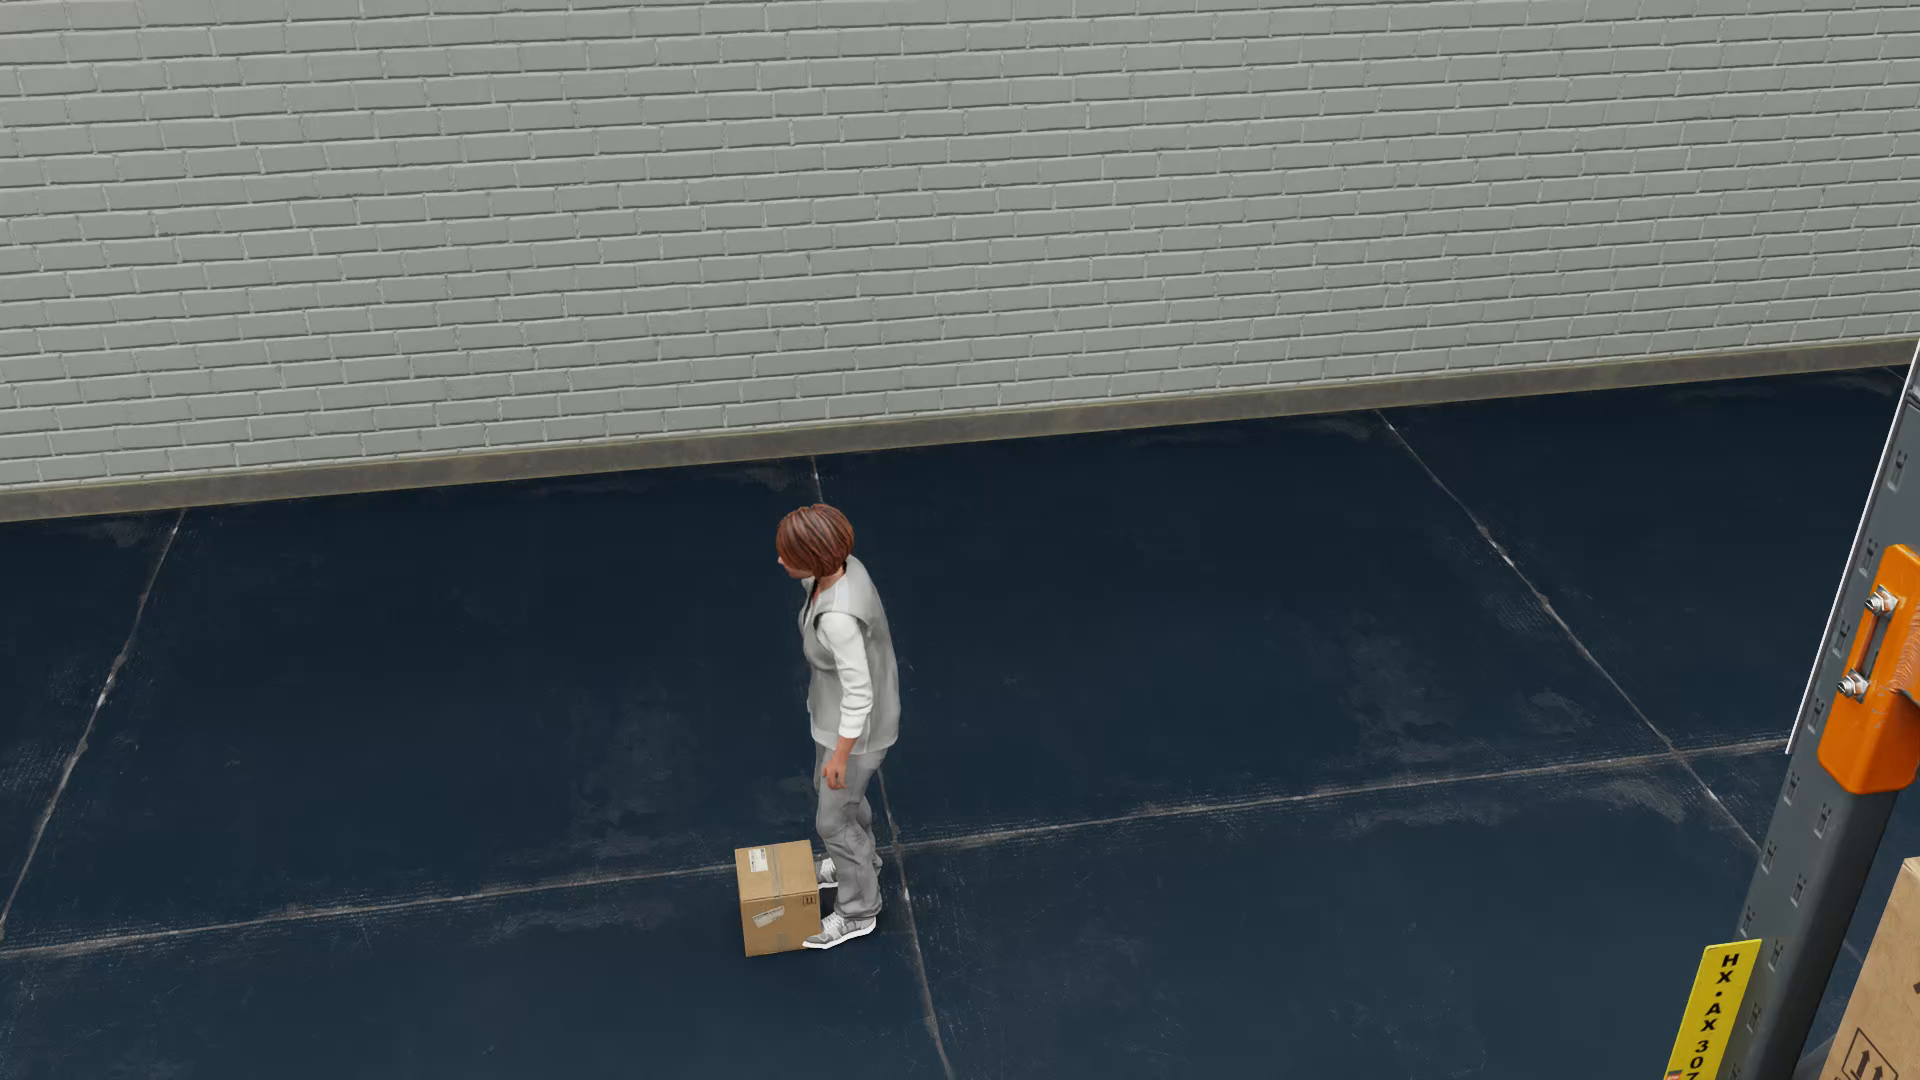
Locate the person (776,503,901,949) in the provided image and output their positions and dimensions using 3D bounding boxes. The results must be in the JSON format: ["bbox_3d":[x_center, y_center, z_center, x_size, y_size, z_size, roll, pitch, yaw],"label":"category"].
[{"bbox_3d":[-0.375,0.578,5.185,0.364,1.593,0.461,-5,31,-8],"label":"person"}]
